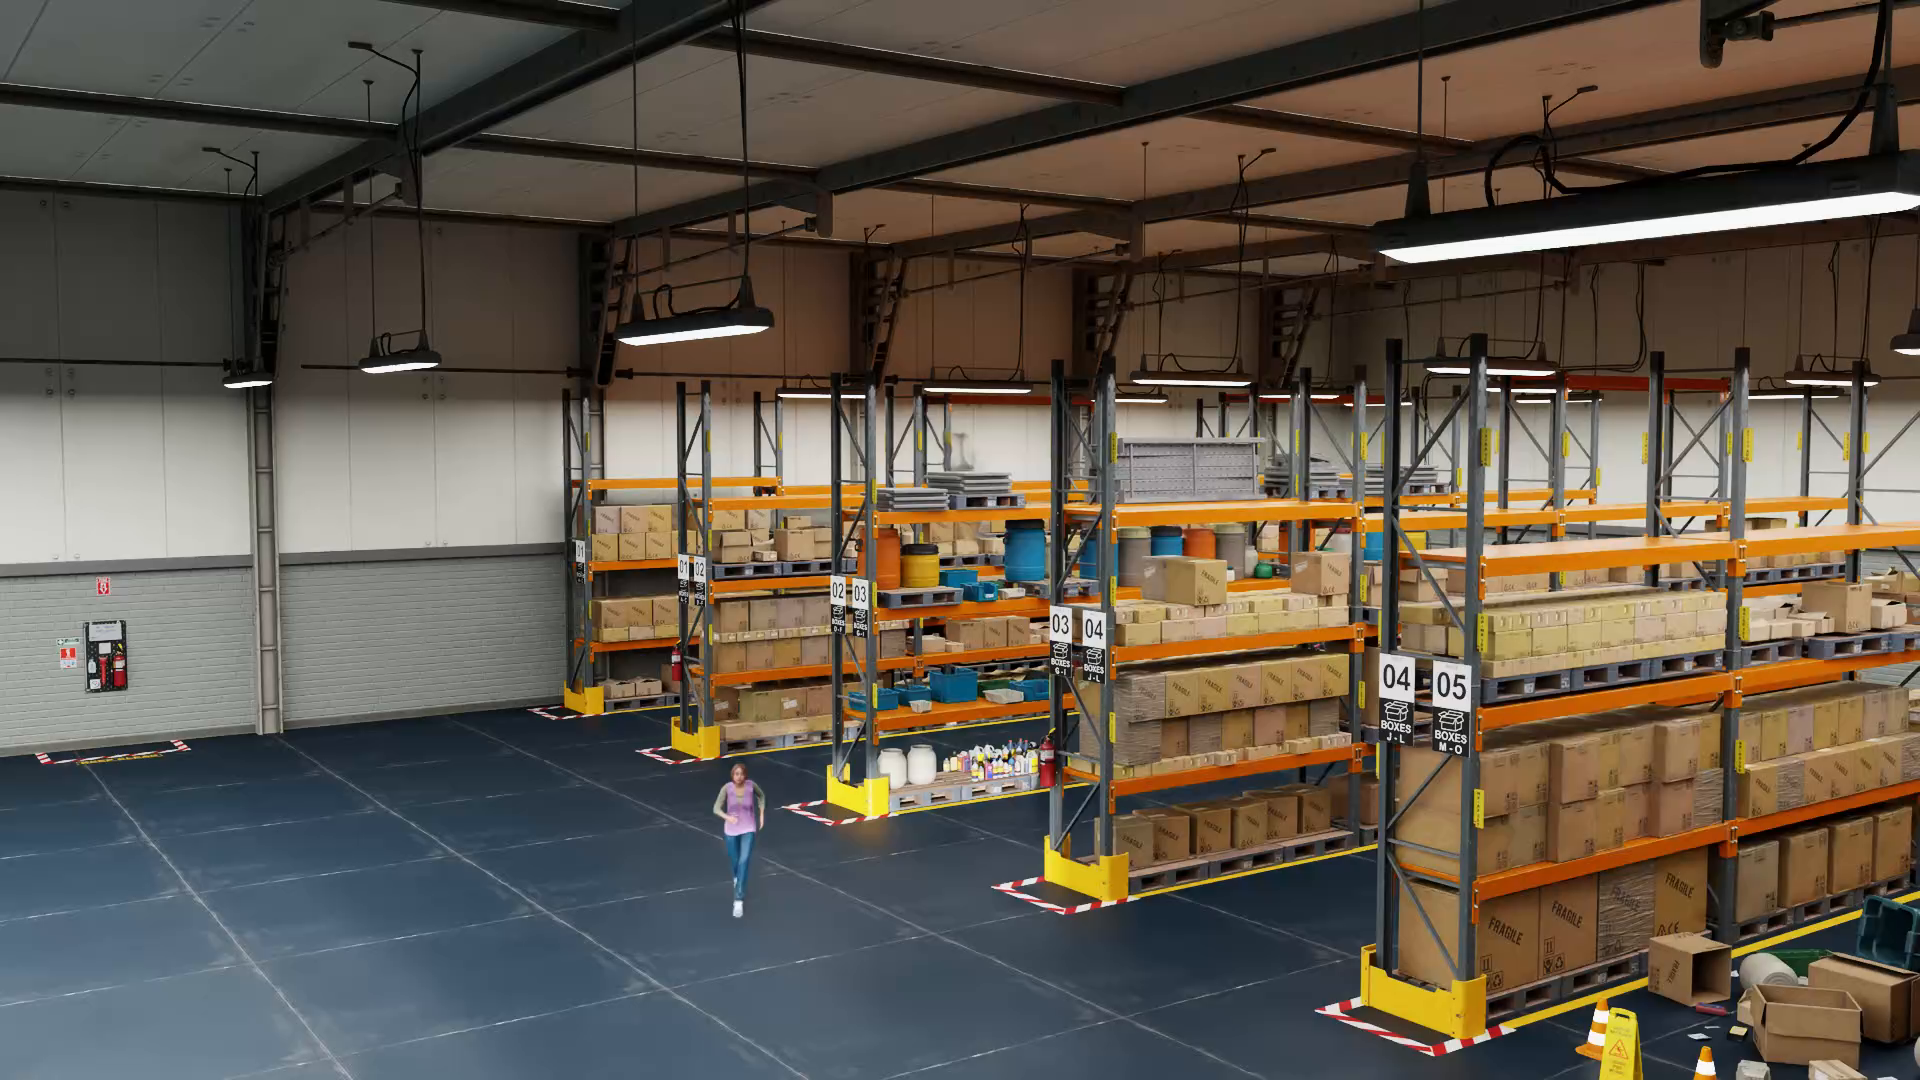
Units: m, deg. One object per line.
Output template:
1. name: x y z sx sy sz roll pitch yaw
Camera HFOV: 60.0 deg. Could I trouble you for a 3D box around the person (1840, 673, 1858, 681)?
1. person: 15.414 2.162 28.941 0.446 0.595 0.351 -1 4 -20
